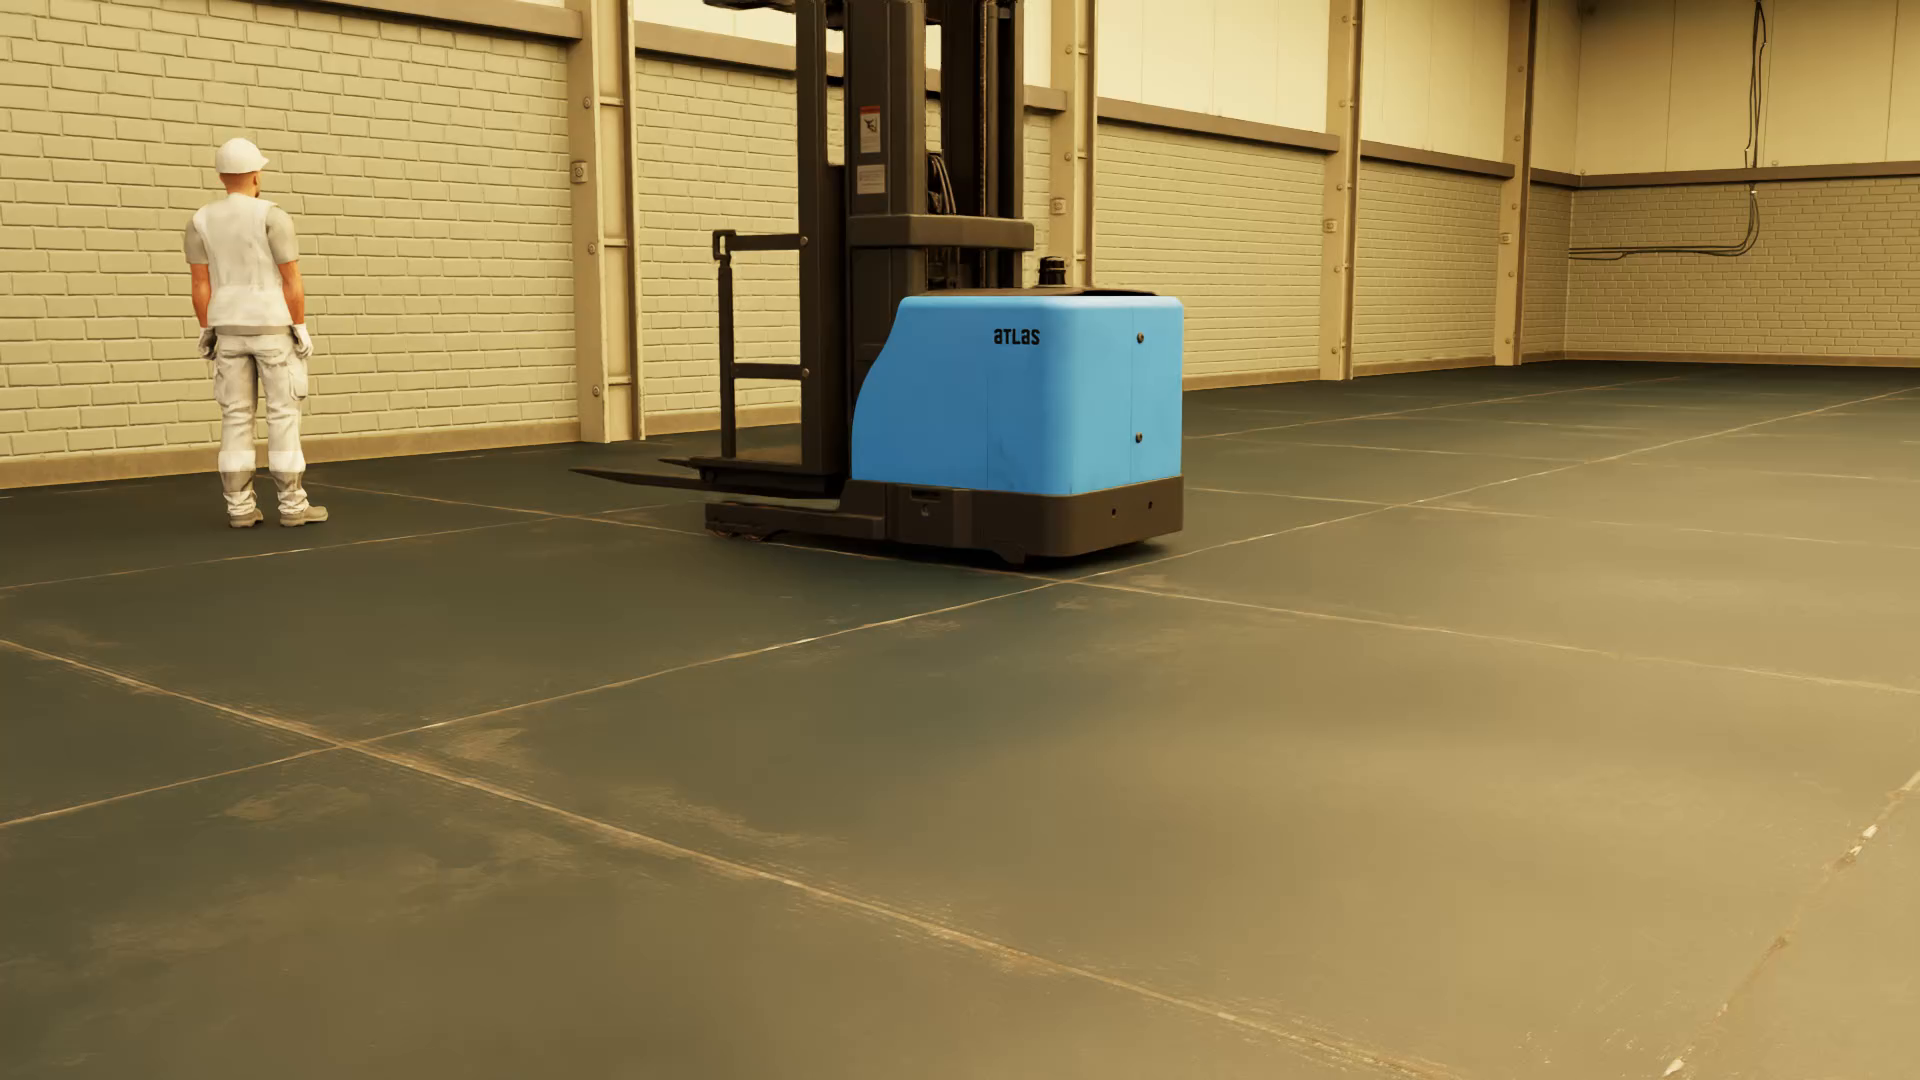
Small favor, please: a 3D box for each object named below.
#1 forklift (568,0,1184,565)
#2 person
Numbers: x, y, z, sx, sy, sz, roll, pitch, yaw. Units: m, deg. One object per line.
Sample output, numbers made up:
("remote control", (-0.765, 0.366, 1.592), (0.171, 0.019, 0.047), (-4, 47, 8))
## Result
("forklift", (-0.529, -1.496, 7.504), (3.031, 2.935, 1.130), (6, 10, 35))
("person", (-3.298, -0.960, 7.788), (0.535, 1.794, 0.374), (0, 8, -1))
